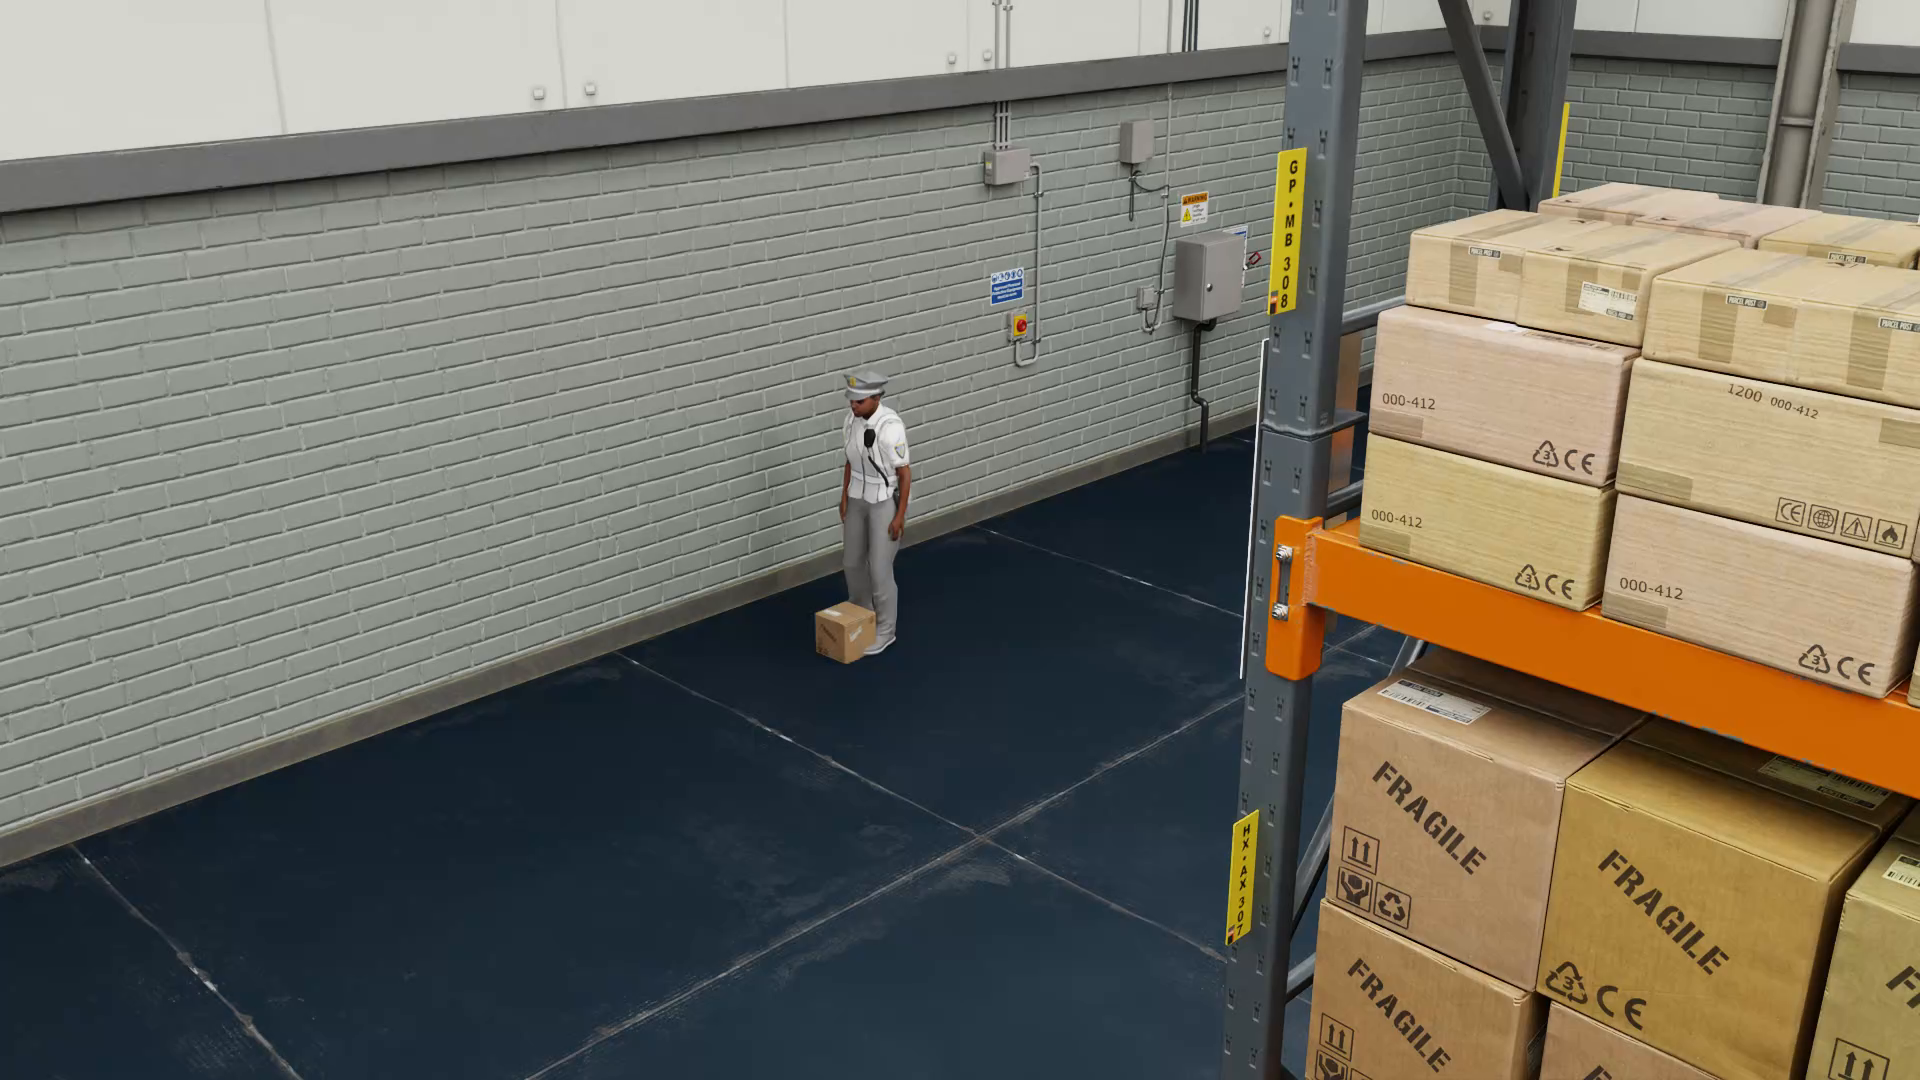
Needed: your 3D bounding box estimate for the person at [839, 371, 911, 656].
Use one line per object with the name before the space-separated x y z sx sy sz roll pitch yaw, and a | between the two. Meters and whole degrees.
person | -0.515 -0.180 9.560 0.513 1.656 0.426 18 27 39
